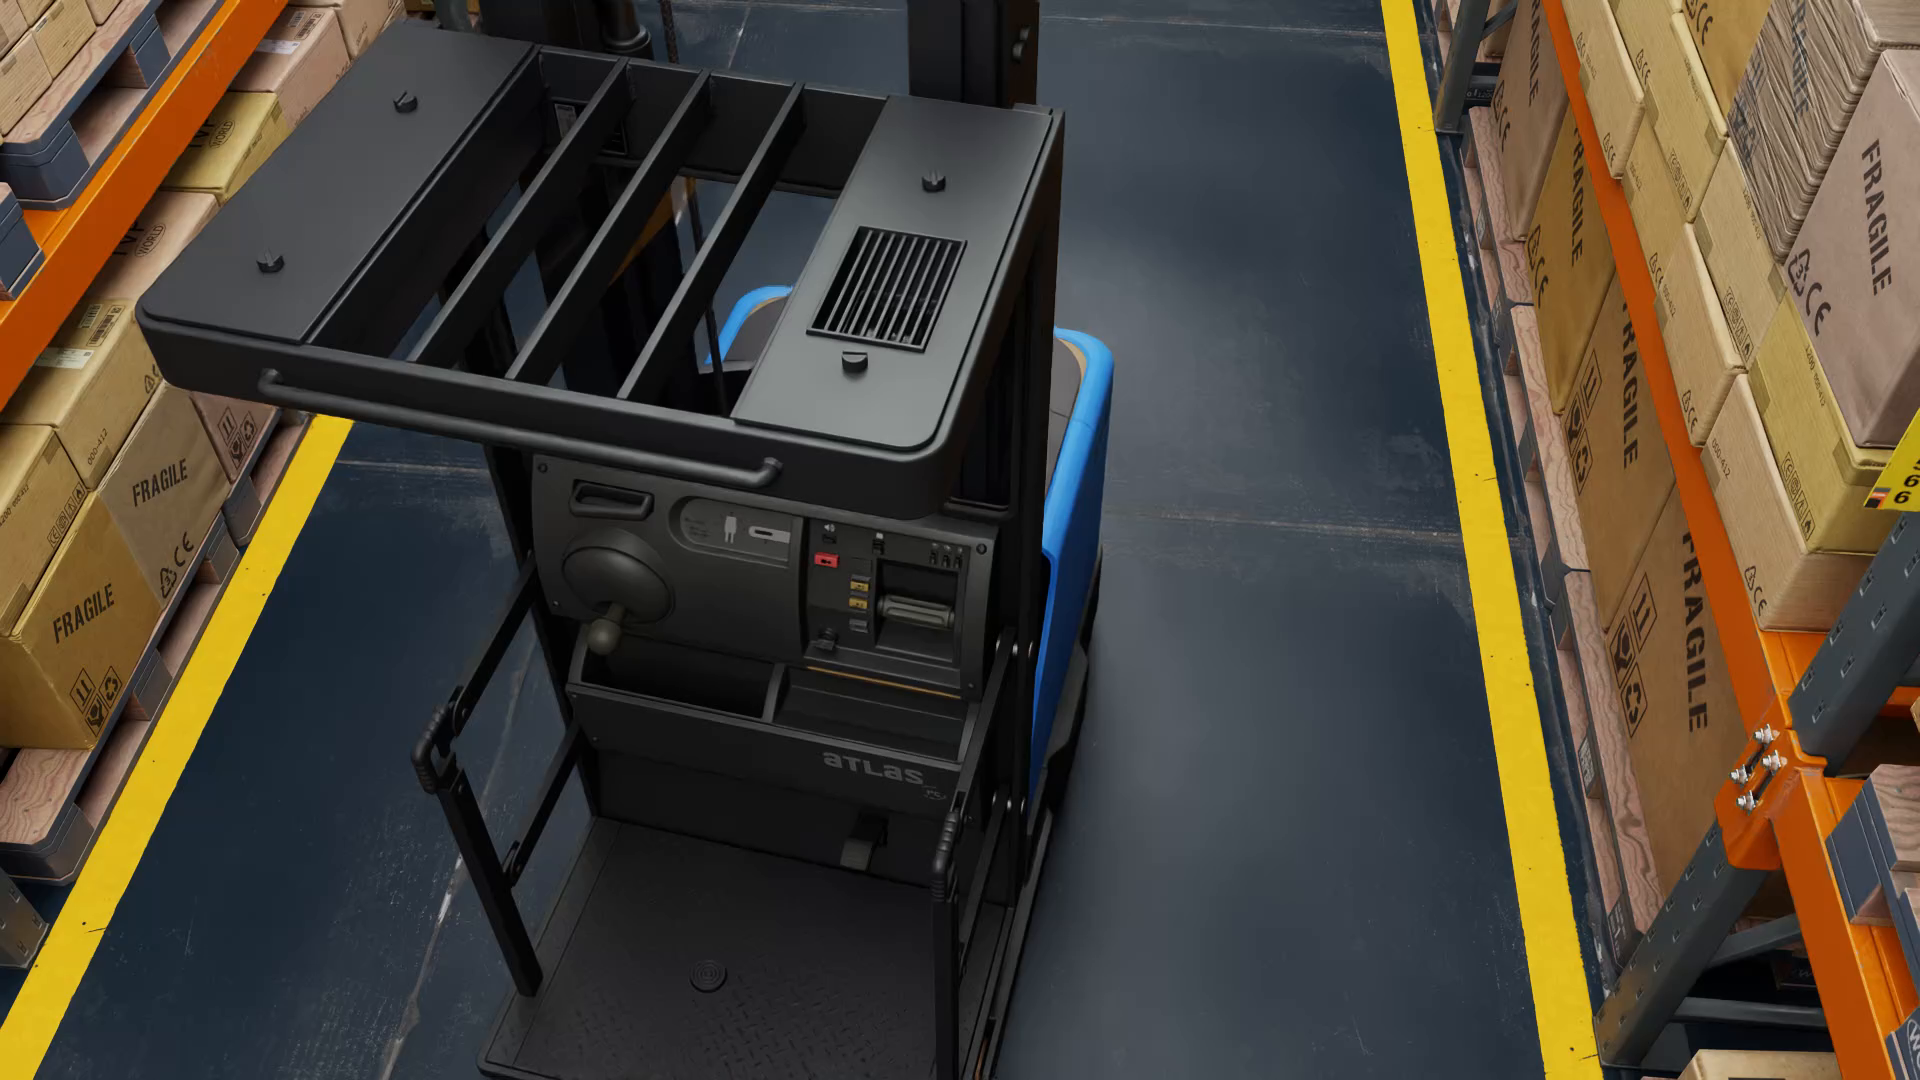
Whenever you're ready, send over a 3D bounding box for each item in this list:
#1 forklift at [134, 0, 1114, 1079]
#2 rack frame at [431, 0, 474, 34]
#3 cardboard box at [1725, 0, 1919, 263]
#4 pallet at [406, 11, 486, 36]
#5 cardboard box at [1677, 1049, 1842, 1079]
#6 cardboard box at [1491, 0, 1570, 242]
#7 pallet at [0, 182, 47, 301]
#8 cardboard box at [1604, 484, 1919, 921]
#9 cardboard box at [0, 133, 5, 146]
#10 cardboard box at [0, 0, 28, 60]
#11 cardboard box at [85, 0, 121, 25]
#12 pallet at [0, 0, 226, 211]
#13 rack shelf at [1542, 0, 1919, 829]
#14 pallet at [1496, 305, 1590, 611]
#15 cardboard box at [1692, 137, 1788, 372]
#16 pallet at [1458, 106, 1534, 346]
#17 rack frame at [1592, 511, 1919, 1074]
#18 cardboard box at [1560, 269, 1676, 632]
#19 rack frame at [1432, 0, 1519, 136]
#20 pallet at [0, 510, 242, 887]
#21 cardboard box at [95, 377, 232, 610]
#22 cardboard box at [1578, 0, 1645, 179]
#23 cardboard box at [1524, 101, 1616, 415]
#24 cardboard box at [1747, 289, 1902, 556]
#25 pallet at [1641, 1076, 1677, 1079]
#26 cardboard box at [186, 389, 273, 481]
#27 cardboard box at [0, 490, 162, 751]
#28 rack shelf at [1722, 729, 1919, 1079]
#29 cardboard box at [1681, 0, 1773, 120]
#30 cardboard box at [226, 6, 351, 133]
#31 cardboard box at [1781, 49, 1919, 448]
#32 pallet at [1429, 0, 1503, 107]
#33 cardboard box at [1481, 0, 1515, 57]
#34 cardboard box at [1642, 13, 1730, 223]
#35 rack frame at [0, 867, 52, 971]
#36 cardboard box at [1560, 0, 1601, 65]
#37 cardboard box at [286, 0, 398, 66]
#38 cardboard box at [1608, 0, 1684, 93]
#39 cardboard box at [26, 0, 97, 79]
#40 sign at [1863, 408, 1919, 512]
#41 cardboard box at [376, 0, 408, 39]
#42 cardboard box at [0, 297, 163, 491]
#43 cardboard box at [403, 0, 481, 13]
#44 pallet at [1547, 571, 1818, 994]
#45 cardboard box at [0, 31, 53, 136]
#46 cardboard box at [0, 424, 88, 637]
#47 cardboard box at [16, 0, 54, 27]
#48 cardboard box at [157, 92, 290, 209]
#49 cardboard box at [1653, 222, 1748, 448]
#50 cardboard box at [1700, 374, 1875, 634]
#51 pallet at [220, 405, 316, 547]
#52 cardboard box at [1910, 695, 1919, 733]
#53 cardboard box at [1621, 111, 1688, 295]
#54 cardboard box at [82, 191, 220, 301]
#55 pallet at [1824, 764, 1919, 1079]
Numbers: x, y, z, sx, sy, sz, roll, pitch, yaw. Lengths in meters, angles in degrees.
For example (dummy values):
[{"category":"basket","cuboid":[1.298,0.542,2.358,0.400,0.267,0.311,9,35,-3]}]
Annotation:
[{"category":"forklift","cuboid":[-0.442,0.178,3.101,1.130,2.935,3.031,10,48,9]},{"category":"rack frame","cuboid":[-2.504,-2.932,5.899,1.000,3.000,0.127,4,48,4]},{"category":"cardboard box","cuboid":[1.895,-0.881,3.277,0.500,0.500,0.500,5,48,4]},{"category":"pallet","cuboid":[-2.478,-2.487,7.382,1.003,0.211,1.213,4,48,4]},{"category":"cardboard box","cuboid":[2.008,1.425,3.410,0.950,0.372,0.625,1,48,1]},{"category":"cardboard box","cuboid":[2.458,-1.637,5.870,0.875,0.875,0.875,5,48,5]},{"category":"pallet","cuboid":[-2.910,-0.459,3.767,1.213,0.211,1.003,4,48,4]},{"category":"cardboard box","cuboid":[2.216,0.339,4.062,0.875,0.875,0.875,3,48,3]},{"category":"cardboard box","cuboid":[-2.555,-0.959,3.980,0.380,0.149,0.250,6,48,5]},{"category":"cardboard box","cuboid":[-2.535,-1.256,4.050,0.380,0.149,0.250,4,48,4]},{"category":"cardboard box","cuboid":[-2.483,-1.531,4.503,0.380,0.149,0.250,2,48,2]},{"category":"pallet","cuboid":[-2.729,-1.386,4.615,1.003,0.211,1.213,4,48,4]},{"category":"rack shelf","cuboid":[2.252,-0.961,4.584,1.077,0.370,4.000,4,48,4]},{"category":"pallet","cuboid":[2.331,-0.262,5.346,1.003,0.211,1.213,4,48,4]},{"category":"cardboard box","cuboid":[1.904,-0.602,3.531,0.500,0.250,0.500,3,48,3]},{"category":"pallet","cuboid":[2.439,-1.160,6.168,1.003,0.211,1.213,4,48,4]},{"category":"rack frame","cuboid":[2.070,0.266,2.974,1.000,3.000,0.127,4,48,4]},{"category":"cardboard box","cuboid":[2.301,-0.316,4.662,0.875,0.875,0.875,4,48,4]},{"category":"rack frame","cuboid":[2.434,-2.674,5.663,1.000,3.000,0.127,4,48,4]},{"category":"pallet","cuboid":[-2.796,0.374,4.765,1.003,0.211,1.213,4,48,4]},{"category":"cardboard box","cuboid":[-2.508,-0.163,4.776,0.500,0.500,0.500,4,48,4]},{"category":"cardboard box","cuboid":[1.969,-1.195,4.412,0.500,0.250,0.500,3,48,3]},{"category":"cardboard box","cuboid":[2.383,-0.973,5.262,0.875,0.875,0.875,5,48,5]},{"category":"cardboard box","cuboid":[1.861,-0.225,3.186,0.500,0.250,0.500,4,48,3]},{"category":"pallet","cuboid":[1.997,1.781,3.478,1.003,0.211,1.213,4,48,4]},{"category":"cardboard box","cuboid":[-2.466,-0.541,5.121,0.500,0.500,0.500,3,48,3]},{"category":"cardboard box","cuboid":[-2.550,0.206,4.438,0.500,0.500,0.500,2,48,2]},{"category":"rack shelf","cuboid":[1.888,1.978,1.895,1.077,0.370,4.000,4,48,4]},{"category":"cardboard box","cuboid":[1.947,-1.245,3.611,0.500,0.500,0.500,4,48,4]},{"category":"cardboard box","cuboid":[-2.380,-1.542,5.529,0.500,0.250,0.500,6,48,5]},{"category":"cardboard box","cuboid":[1.857,-0.503,2.932,0.500,0.500,0.500,3,48,2]},{"category":"pallet","cuboid":[2.582,-2.286,7.198,1.003,0.211,1.213,4,48,4]},{"category":"cardboard box","cuboid":[2.599,-2.405,6.868,0.875,0.438,0.875,3,48,3]},{"category":"cardboard box","cuboid":[1.930,-0.980,3.876,0.500,0.250,0.500,3,48,3]},{"category":"rack frame","cuboid":[-2.869,0.007,3.211,1.000,3.000,0.127,4,48,4]},{"category":"cardboard box","cuboid":[2.023,-1.562,4.747,0.500,0.250,0.500,4,48,3]},{"category":"cardboard box","cuboid":[-2.320,-1.919,5.874,0.500,0.250,0.500,3,48,2]},{"category":"cardboard box","cuboid":[1.977,-1.362,4.225,0.500,0.250,0.500,3,48,2]},{"category":"cardboard box","cuboid":[-2.508,-1.340,4.328,0.380,0.149,0.250,4,48,4]},{"category":"sign","cuboid":[1.517,-0.160,2.579,0.100,0.325,0.005,4,48,4]},{"category":"cardboard box","cuboid":[-2.321,-1.670,6.154,0.500,0.500,0.500,3,48,3]},{"category":"cardboard box","cuboid":[-2.519,-0.407,4.491,0.500,0.250,0.500,3,48,3]},{"category":"cardboard box","cuboid":[-2.151,-2.358,7.021,0.380,0.149,0.250,2,48,2]},{"category":"pallet","cuboid":[2.217,0.633,4.528,1.003,0.211,1.213,4,48,4]},{"category":"cardboard box","cuboid":[-2.533,-1.155,4.159,0.380,0.149,0.250,5,48,5]},{"category":"cardboard box","cuboid":[-2.565,-0.035,4.150,0.500,0.250,0.500,2,48,2]},{"category":"cardboard box","cuboid":[-2.509,-1.438,4.217,0.380,0.149,0.250,3,48,3]},{"category":"cardboard box","cuboid":[-2.414,-1.153,5.173,0.500,0.250,0.500,2,48,2]},{"category":"cardboard box","cuboid":[1.888,-0.449,3.730,0.500,0.250,0.500,5,48,4]},{"category":"cardboard box","cuboid":[1.857,-0.073,3.385,0.500,0.250,0.500,2,48,2]},{"category":"pallet","cuboid":[-2.682,-0.520,5.583,1.003,0.211,1.213,4,48,4]},{"category":"cardboard box","cuboid":[1.798,0.305,2.384,0.500,0.500,0.500,3,48,2]},{"category":"cardboard box","cuboid":[1.950,-0.818,4.067,0.500,0.250,0.500,3,48,3]},{"category":"cardboard box","cuboid":[-2.461,-0.770,4.823,0.500,0.250,0.500,4,48,4]},{"category":"pallet","cuboid":[2.111,0.861,2.559,1.213,0.211,1.003,4,48,4]}]
